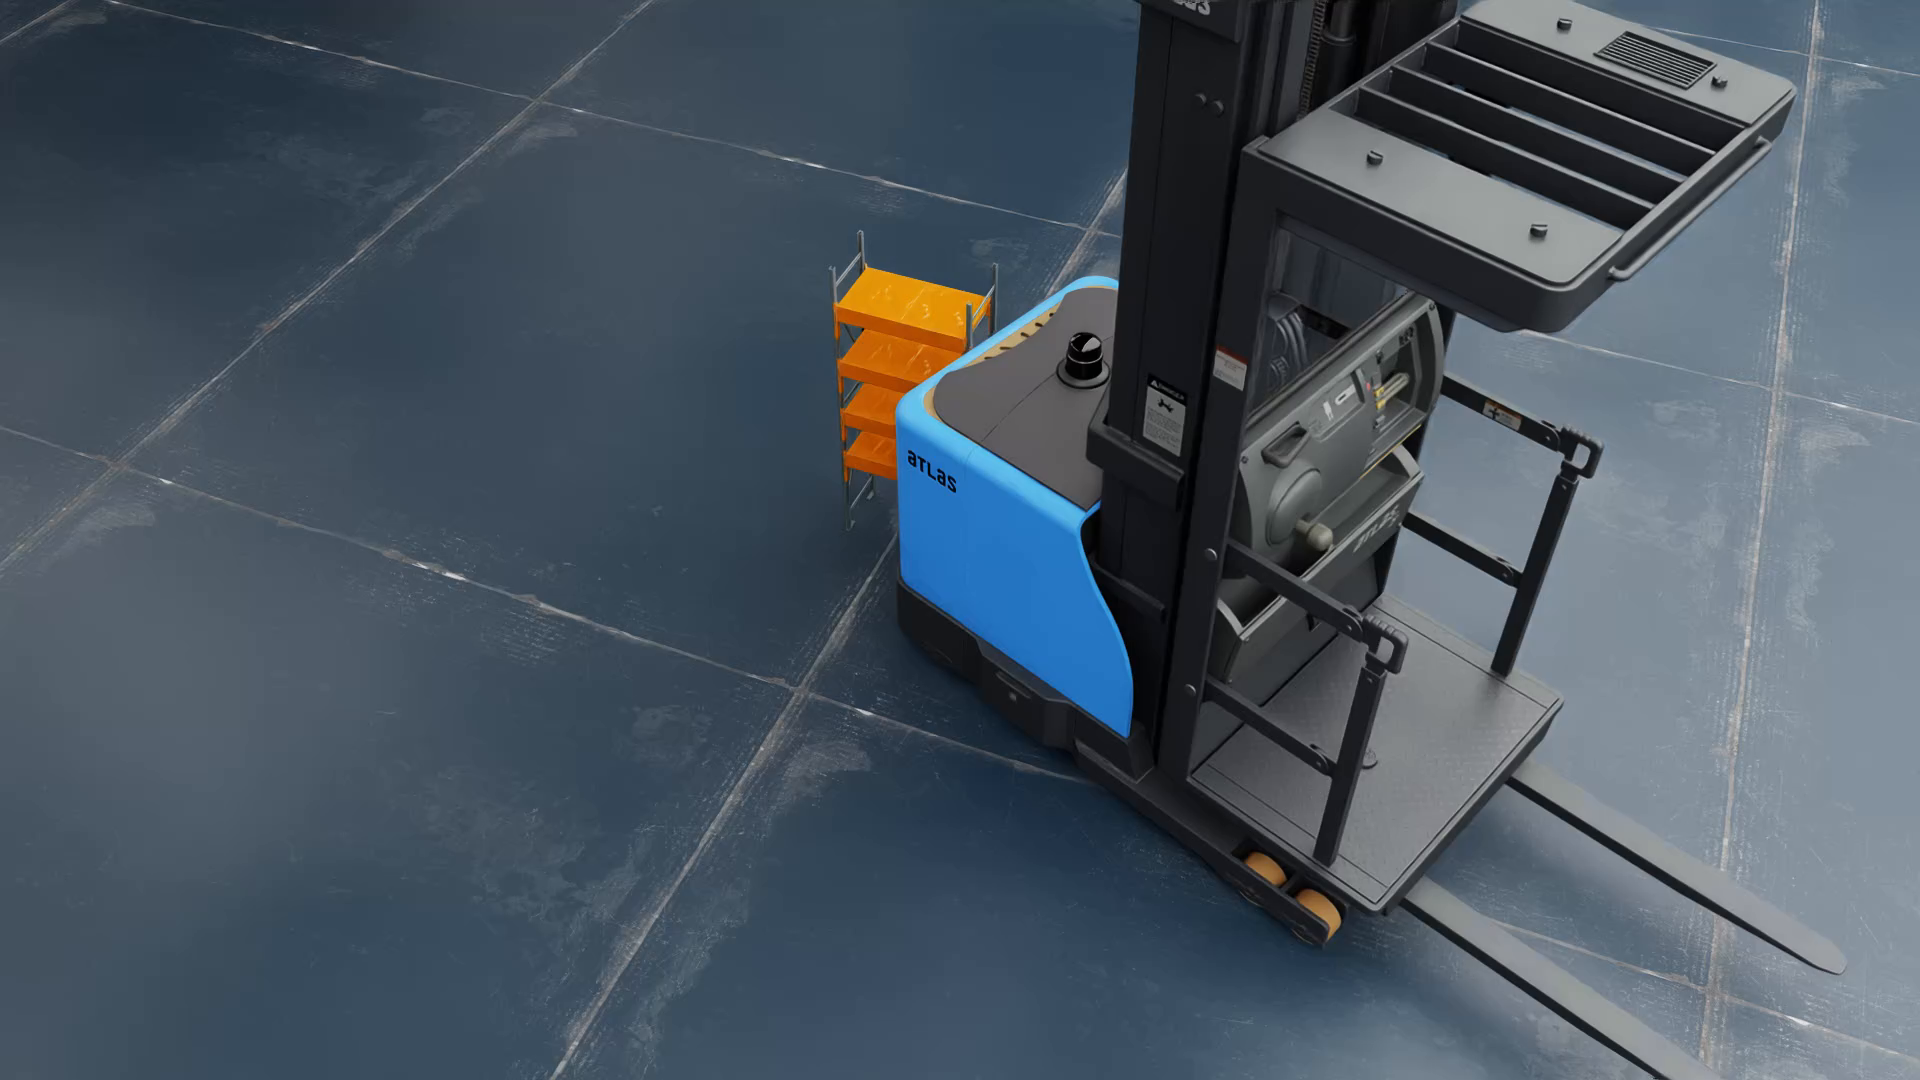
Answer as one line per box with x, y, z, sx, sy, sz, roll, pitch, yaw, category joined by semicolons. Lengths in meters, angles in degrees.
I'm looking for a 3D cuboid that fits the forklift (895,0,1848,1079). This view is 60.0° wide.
1.199;-0.242;4.415;3.031;2.935;1.130;34;54;29;forklift

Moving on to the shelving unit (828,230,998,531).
-0.153;-0.471;5.872;0.503;1.200;0.258;16;47;16;shelving unit

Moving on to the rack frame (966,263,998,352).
0.072;-0.404;5.806;0.015;1.200;0.240;16;47;16;rack frame

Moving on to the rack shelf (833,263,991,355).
-0.153;-0.749;5.595;0.480;0.148;0.258;16;47;16;rack shelf

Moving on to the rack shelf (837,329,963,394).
-0.153;-0.581;5.762;0.480;0.148;0.258;16;47;16;rack shelf

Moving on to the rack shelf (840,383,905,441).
-0.153;-0.423;5.920;0.480;0.148;0.258;16;47;16;rack shelf

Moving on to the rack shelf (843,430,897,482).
-0.153;-0.282;6.060;0.480;0.148;0.258;16;47;16;rack shelf

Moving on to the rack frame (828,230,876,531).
-0.378;-0.537;5.939;0.015;1.200;0.240;16;47;16;rack frame
